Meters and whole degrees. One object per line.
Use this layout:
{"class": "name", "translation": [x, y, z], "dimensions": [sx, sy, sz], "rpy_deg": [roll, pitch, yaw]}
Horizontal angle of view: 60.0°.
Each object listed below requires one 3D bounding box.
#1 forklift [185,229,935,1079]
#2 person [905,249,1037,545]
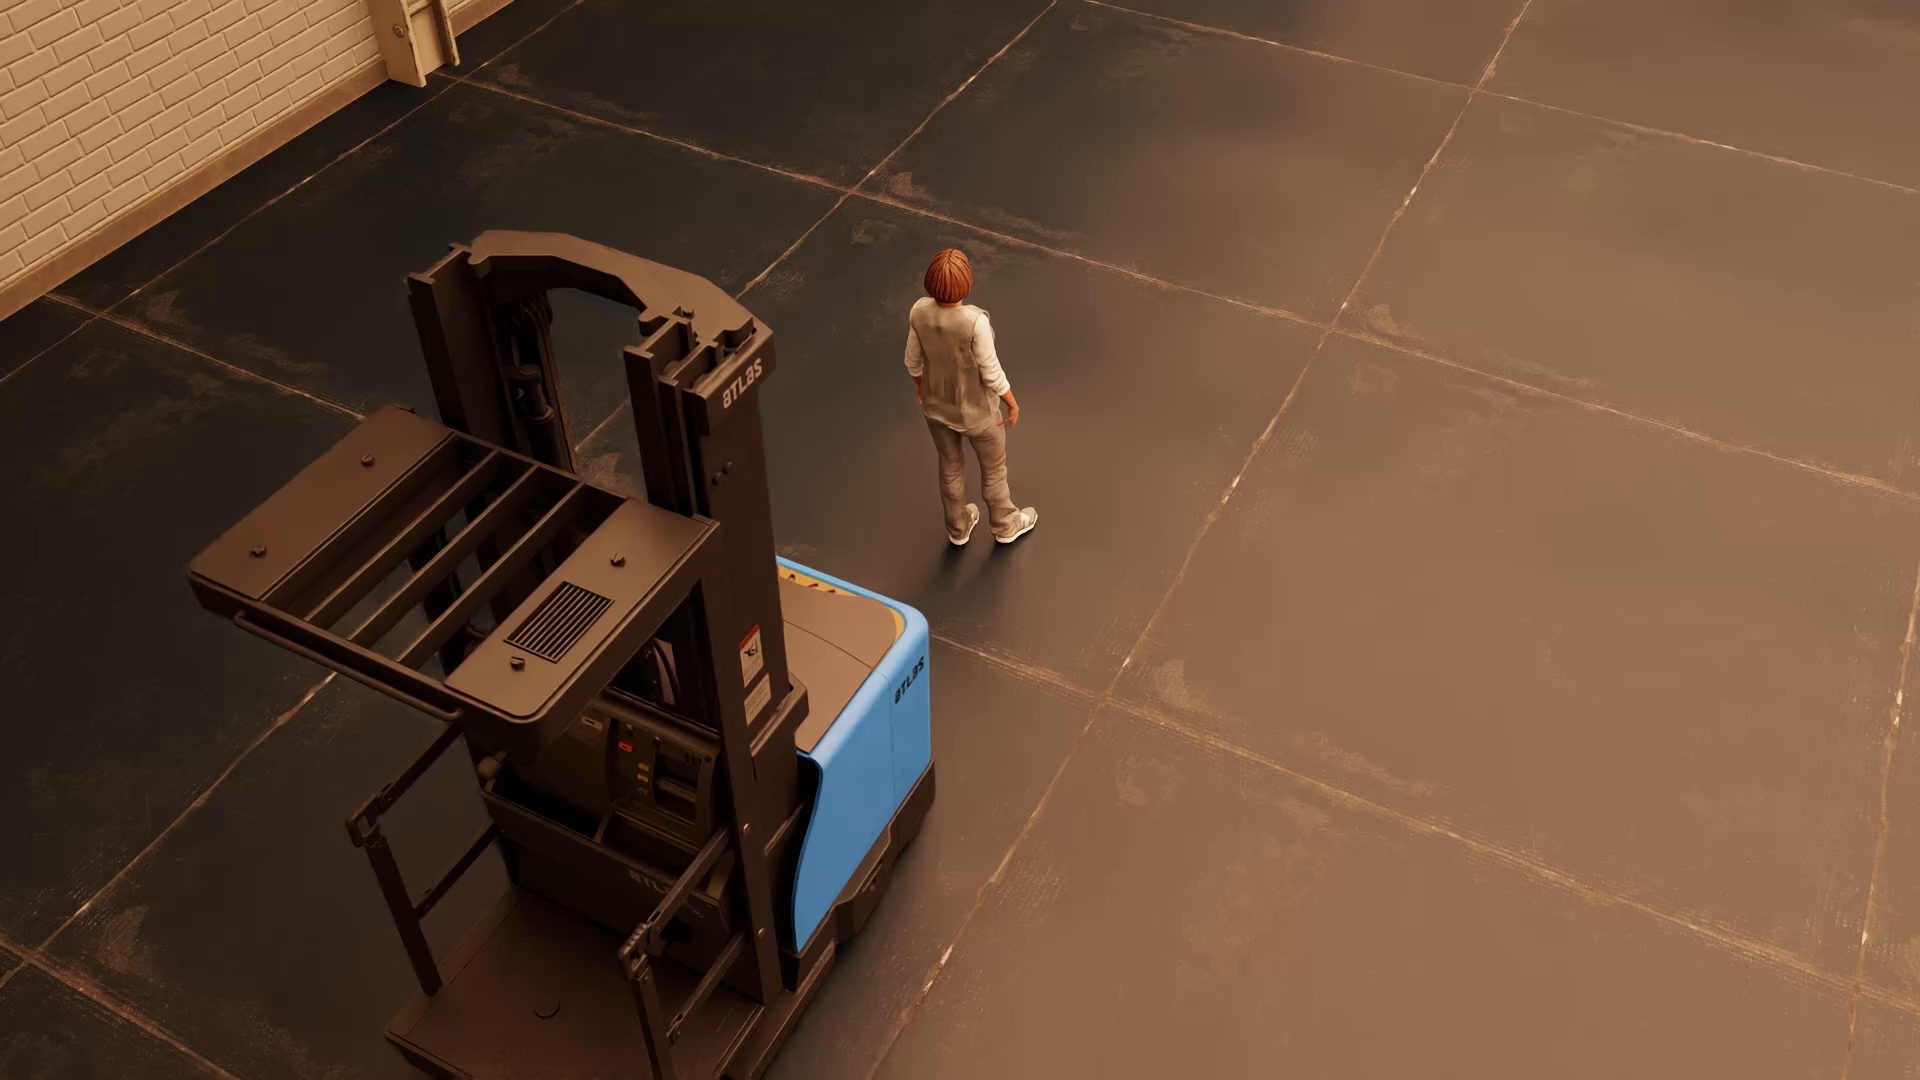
{"class": "forklift", "translation": [-1.229, 0.716, 4.894], "dimensions": [1.130, 2.935, 3.031], "rpy_deg": [20, 47, 20]}
{"class": "person", "translation": [0.047, -0.627, 7.282], "dimensions": [0.521, 1.599, 0.473], "rpy_deg": [20, 47, 20]}
